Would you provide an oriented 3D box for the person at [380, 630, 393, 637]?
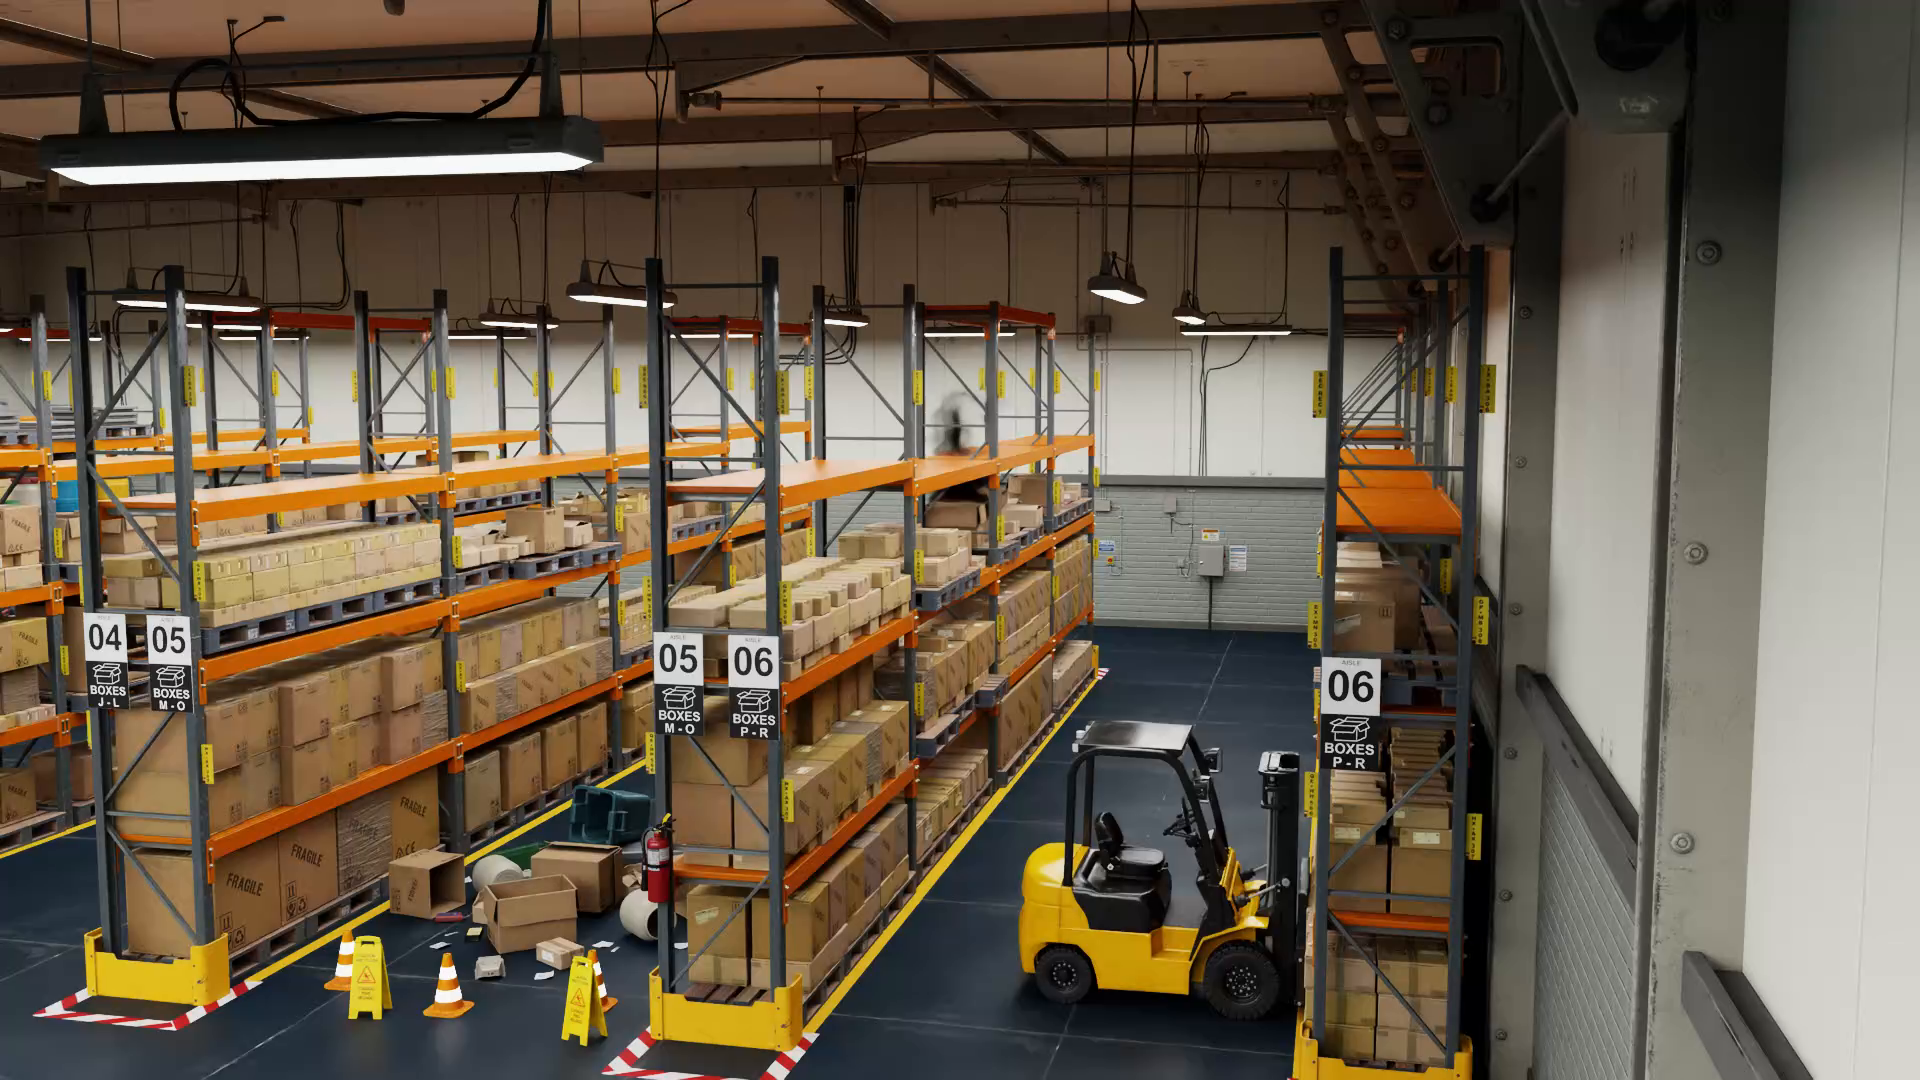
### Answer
[{"bbox_3d":[-7.791,1.966,22.604,0.695,1.780,1.046,1,6,6],"label":"person"}]
